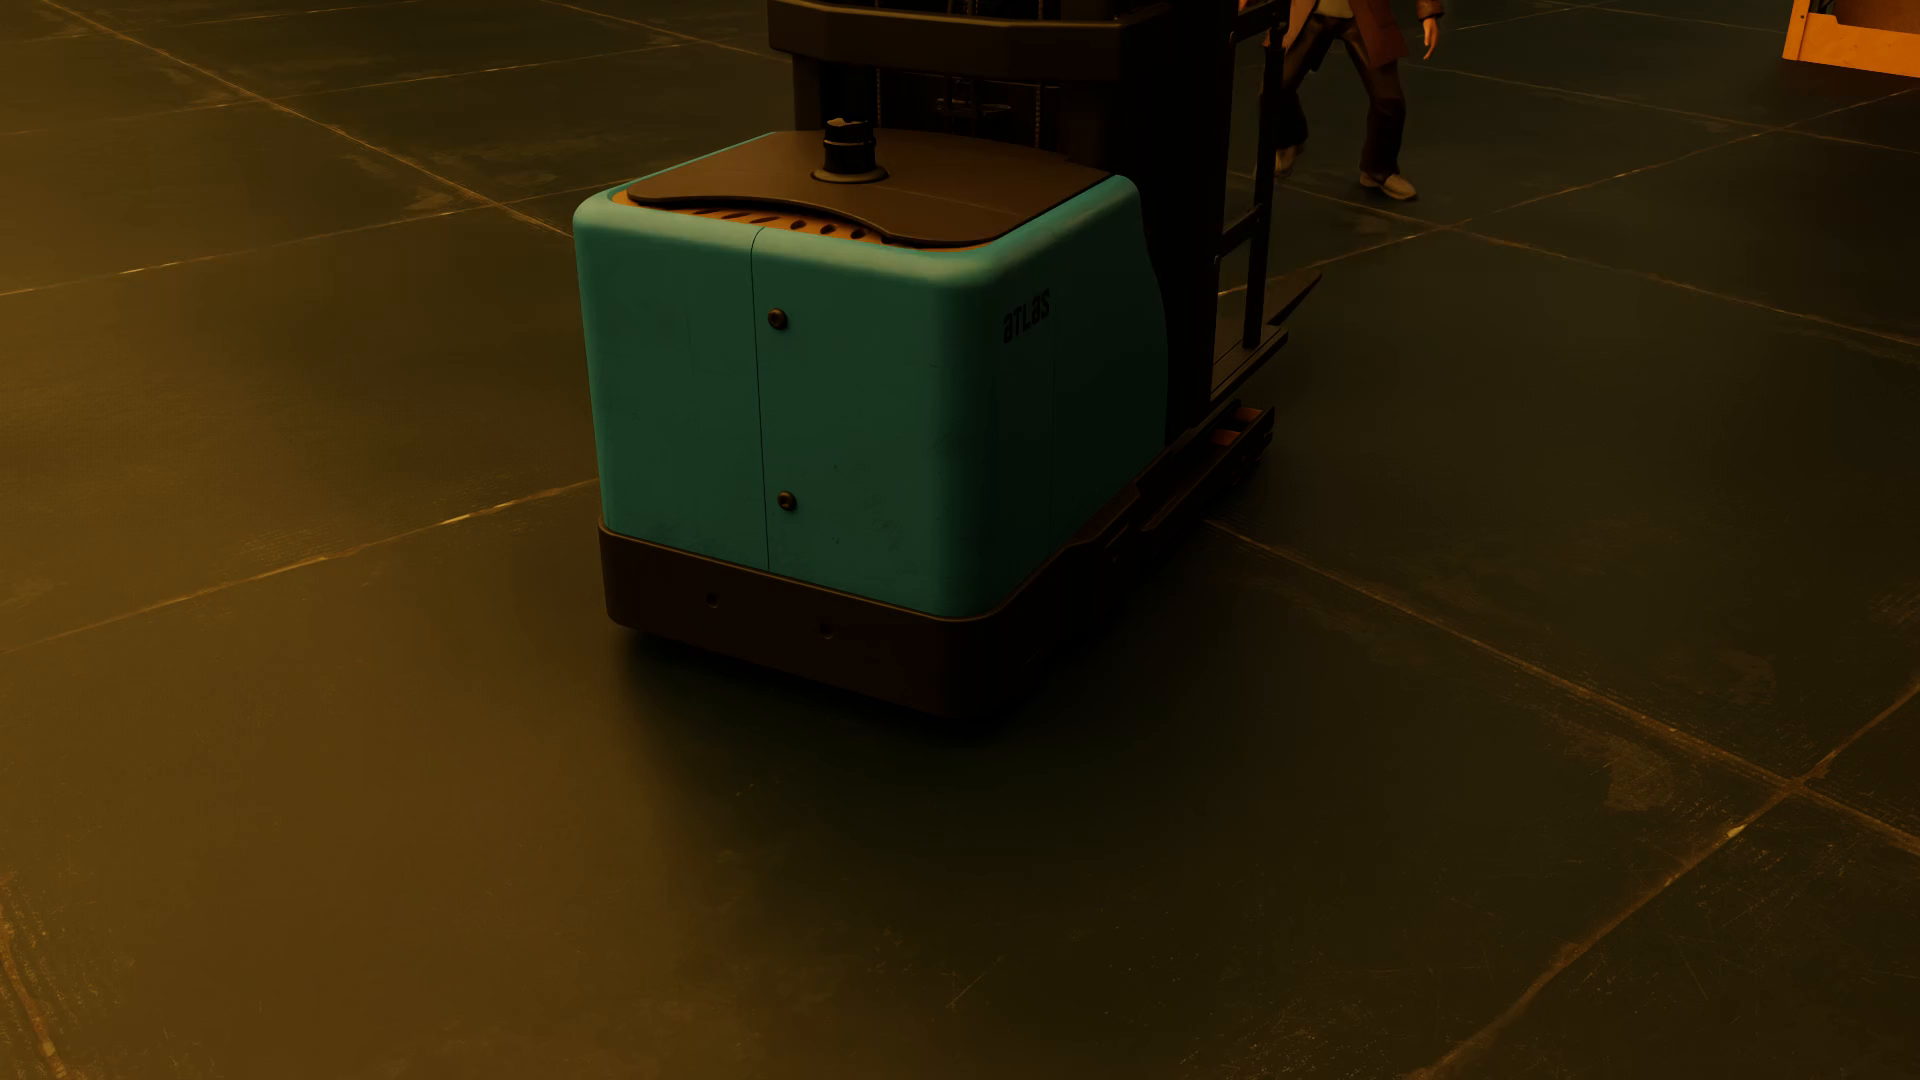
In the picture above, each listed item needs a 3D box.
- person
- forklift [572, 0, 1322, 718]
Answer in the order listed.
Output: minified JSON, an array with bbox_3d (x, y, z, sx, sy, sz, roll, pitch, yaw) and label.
[{"bbox_3d":[1.691,-2.329,7.473,0.942,1.544,0.573,12,29,23],"label":"person"},{"bbox_3d":[0.285,-1.552,4.331,1.130,2.935,3.031,13,29,25],"label":"forklift"}]
